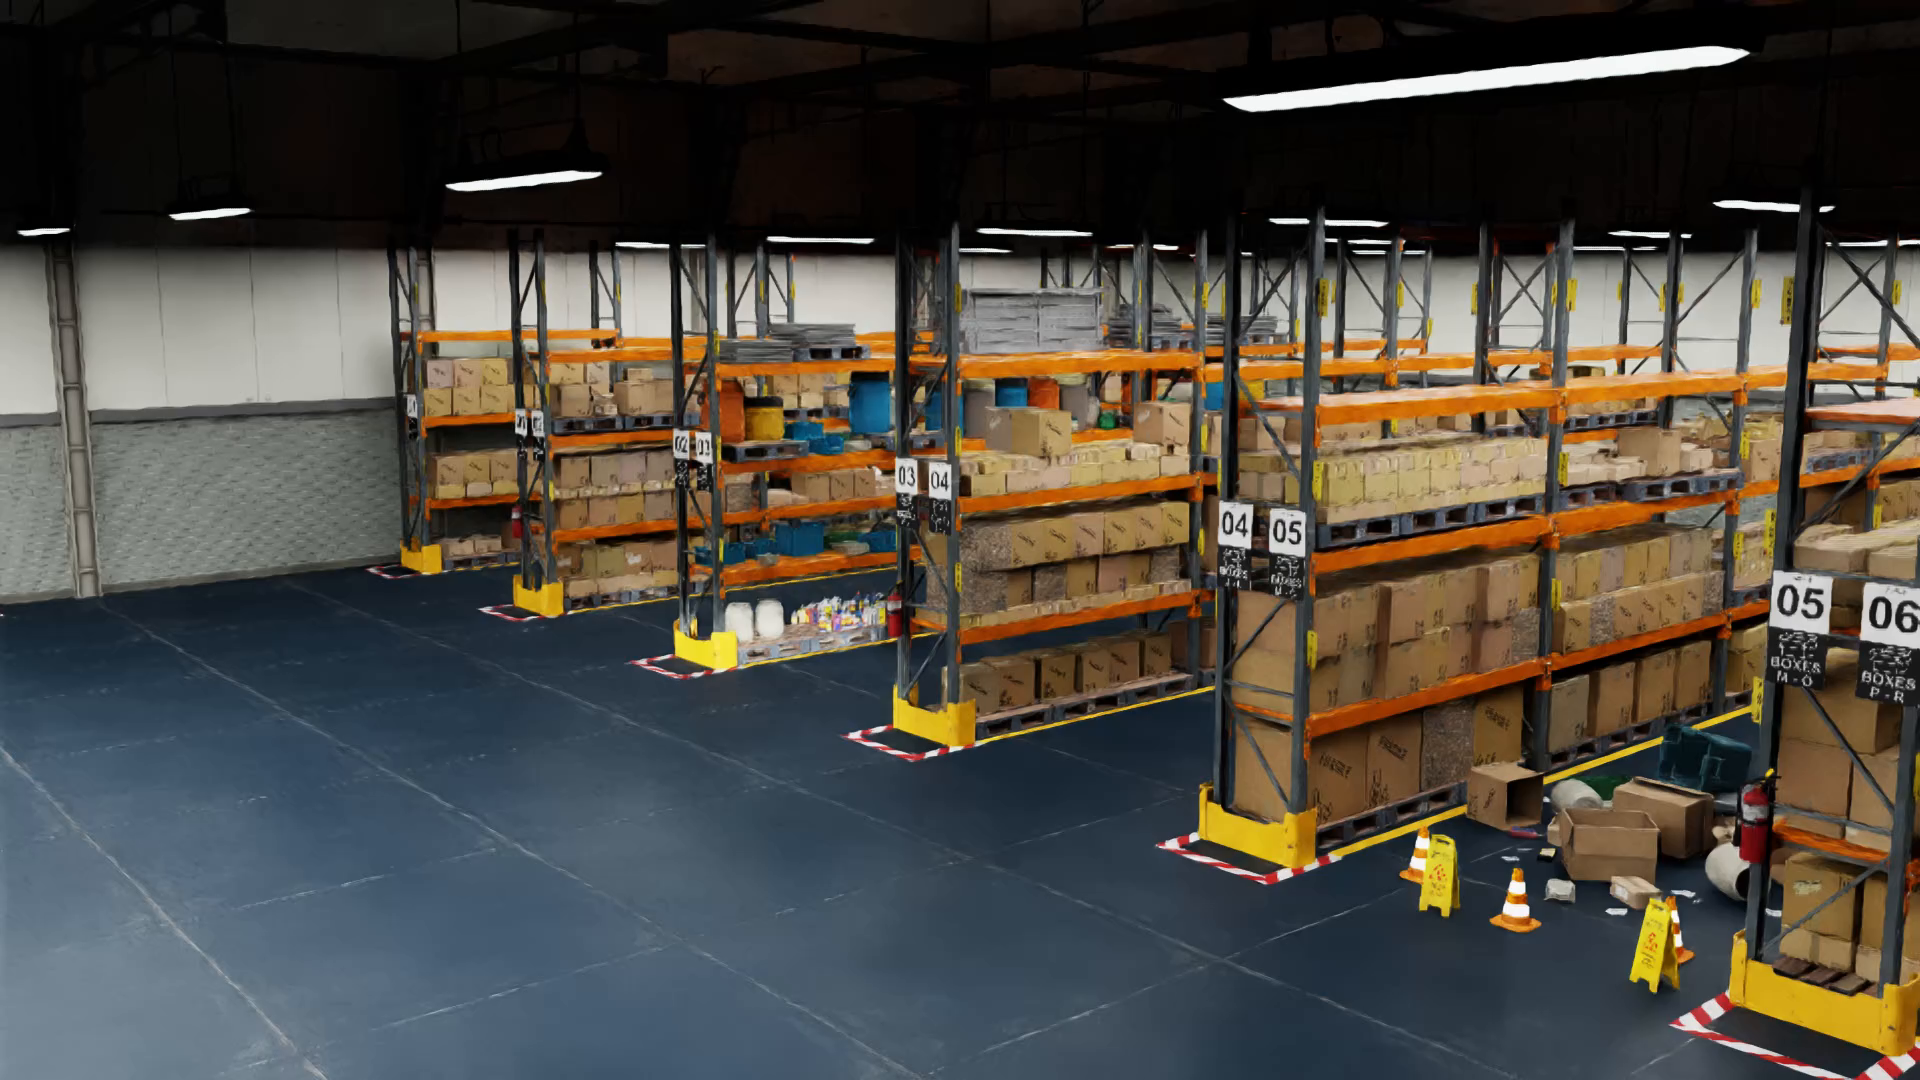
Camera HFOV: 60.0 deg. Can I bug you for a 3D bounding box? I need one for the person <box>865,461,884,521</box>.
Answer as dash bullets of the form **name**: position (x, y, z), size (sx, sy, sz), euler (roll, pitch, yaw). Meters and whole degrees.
- **person**: position (-1.848, -0.972, 34.747), size (0.490, 1.597, 0.999), euler (8, 12, 41)
